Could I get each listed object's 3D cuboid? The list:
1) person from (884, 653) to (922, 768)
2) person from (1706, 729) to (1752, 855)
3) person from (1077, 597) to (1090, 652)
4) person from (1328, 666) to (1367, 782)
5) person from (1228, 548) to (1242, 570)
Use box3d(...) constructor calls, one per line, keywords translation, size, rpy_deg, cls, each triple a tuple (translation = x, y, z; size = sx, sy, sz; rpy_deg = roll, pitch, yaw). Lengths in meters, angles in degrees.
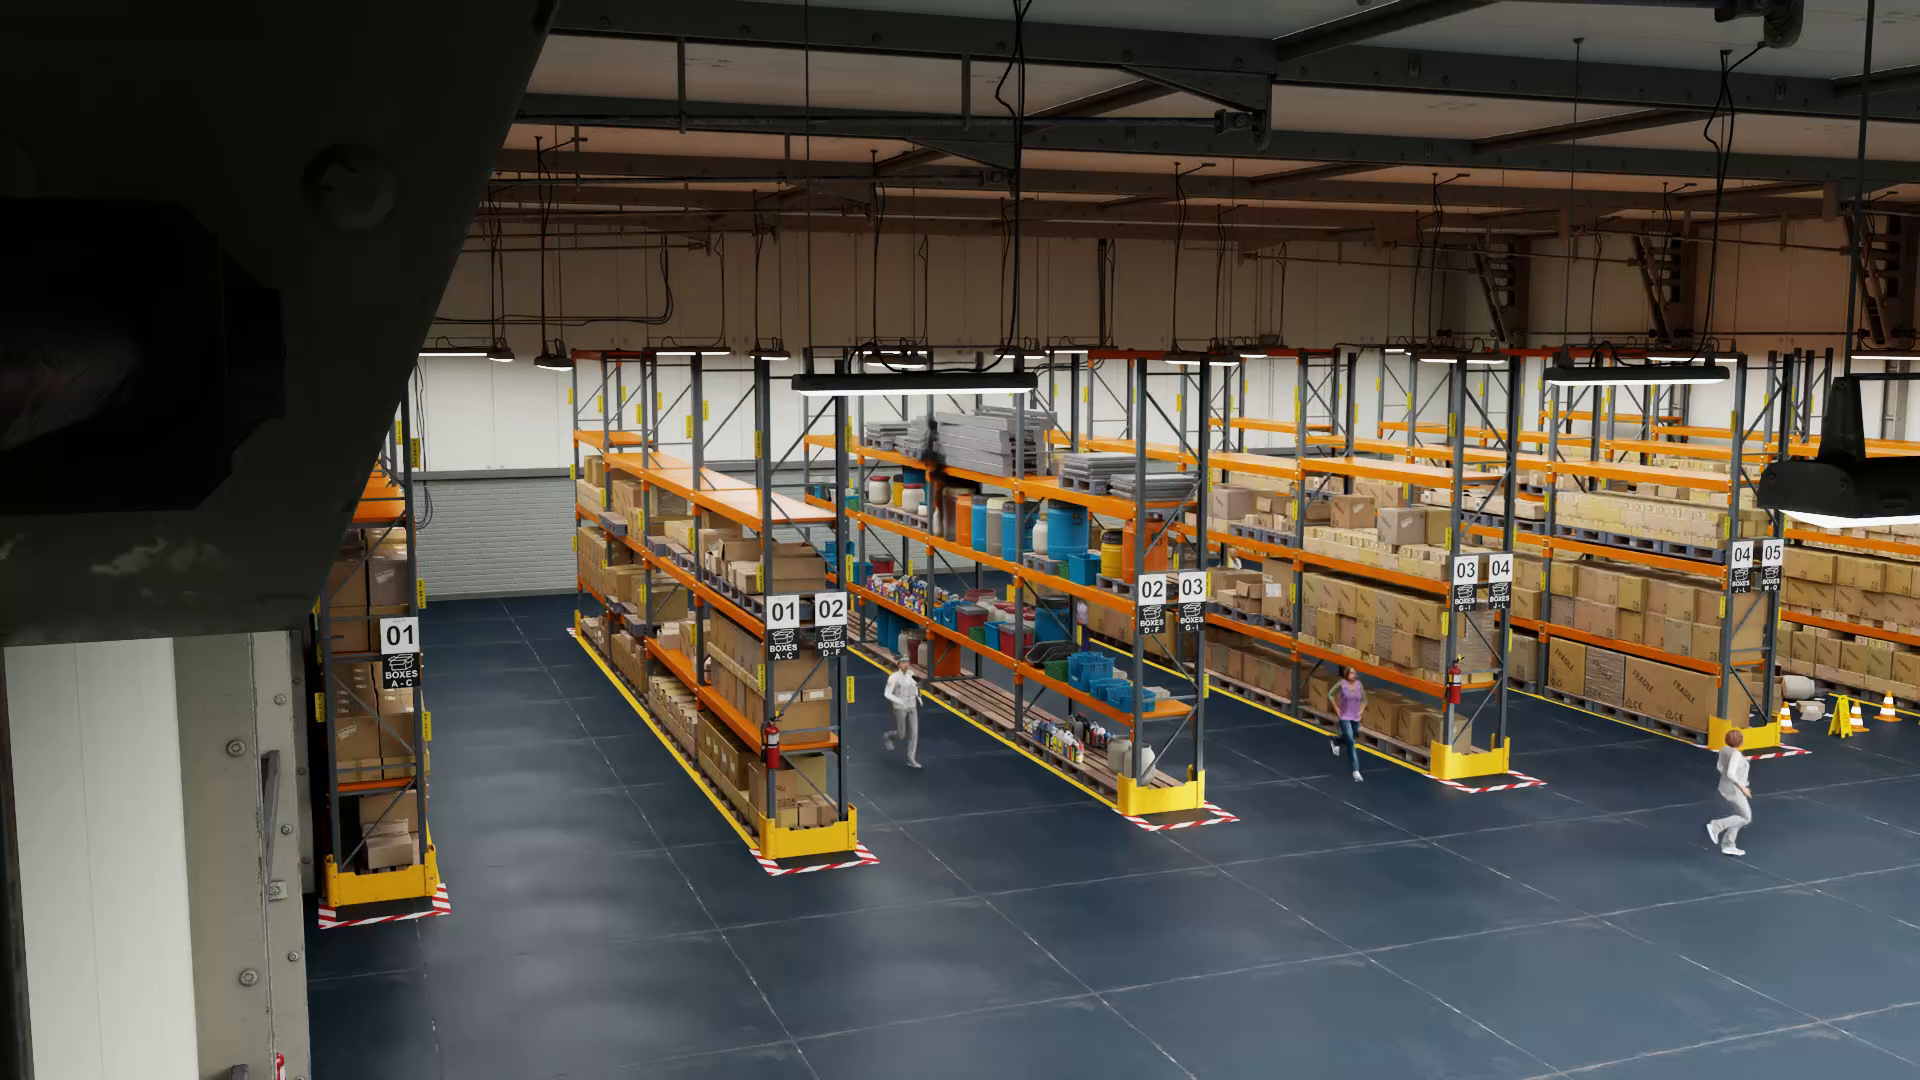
box3d(translation=(-0.808, 2.474, 24.495), size=(0.632, 1.657, 0.862), rpy_deg=(-4, 8, -32), cls="person")
box3d(translation=(9.369, 3.066, 20.204), size=(0.502, 1.558, 0.542), rpy_deg=(1, 7, 5), cls="person")
box3d(translation=(2.166, 1.688, 30.877), size=(0.608, 1.632, 0.903), rpy_deg=(-5, 9, -36), cls="person")
box3d(translation=(5.598, 2.583, 23.957), size=(0.507, 1.593, 1.033), rpy_deg=(-2, 7, -17), cls="person")
box3d(translation=(5.838, 1.040, 35.561), size=(0.672, 1.771, 0.837), rpy_deg=(-4, 8, -29), cls="person")
